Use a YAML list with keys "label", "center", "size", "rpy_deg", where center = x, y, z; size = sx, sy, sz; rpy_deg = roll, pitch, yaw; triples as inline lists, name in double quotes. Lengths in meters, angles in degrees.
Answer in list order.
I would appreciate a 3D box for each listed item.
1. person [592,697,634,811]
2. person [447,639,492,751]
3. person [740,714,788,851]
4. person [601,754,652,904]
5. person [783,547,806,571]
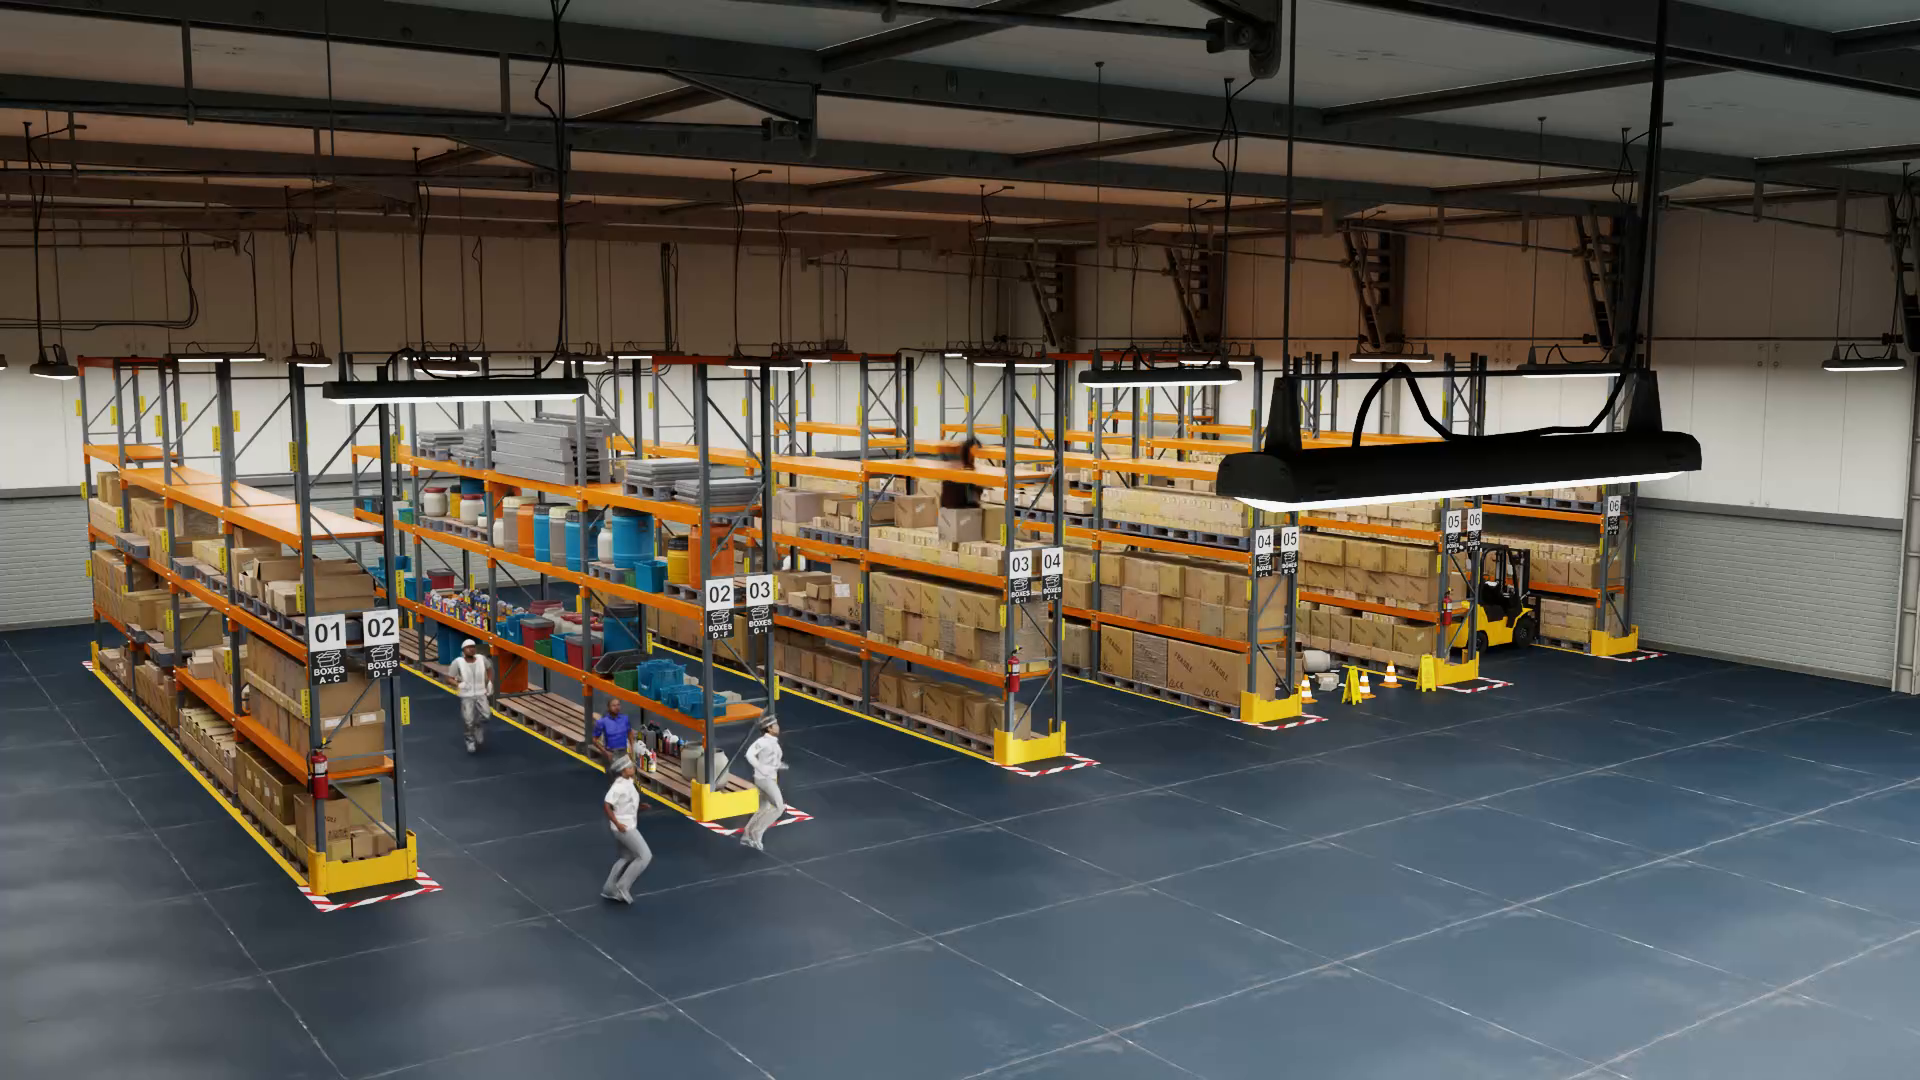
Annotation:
- label: "person"
  center: [-4.596, 2.874, 22.061]
  size: [0.597, 1.604, 0.571]
  rpy_deg: [-5, 9, -36]
- label: "person"
  center: [-7.448, 2.381, 25.437]
  size: [0.738, 1.744, 0.572]
  rpy_deg: [-5, 8, -33]
- label: "person"
  center: [-2.437, 3.004, 20.791]
  size: [0.592, 1.645, 0.658]
  rpy_deg: [0, 7, 2]
- label: "person"
  center: [-3.753, 3.236, 18.685]
  size: [0.587, 1.694, 0.634]
  rpy_deg: [-1, 7, -6]
- label: "person"
  center: [-3.647, 0.971, 37.030]
  size: [0.670, 1.824, 0.849]
  rpy_deg: [-4, 8, -32]
